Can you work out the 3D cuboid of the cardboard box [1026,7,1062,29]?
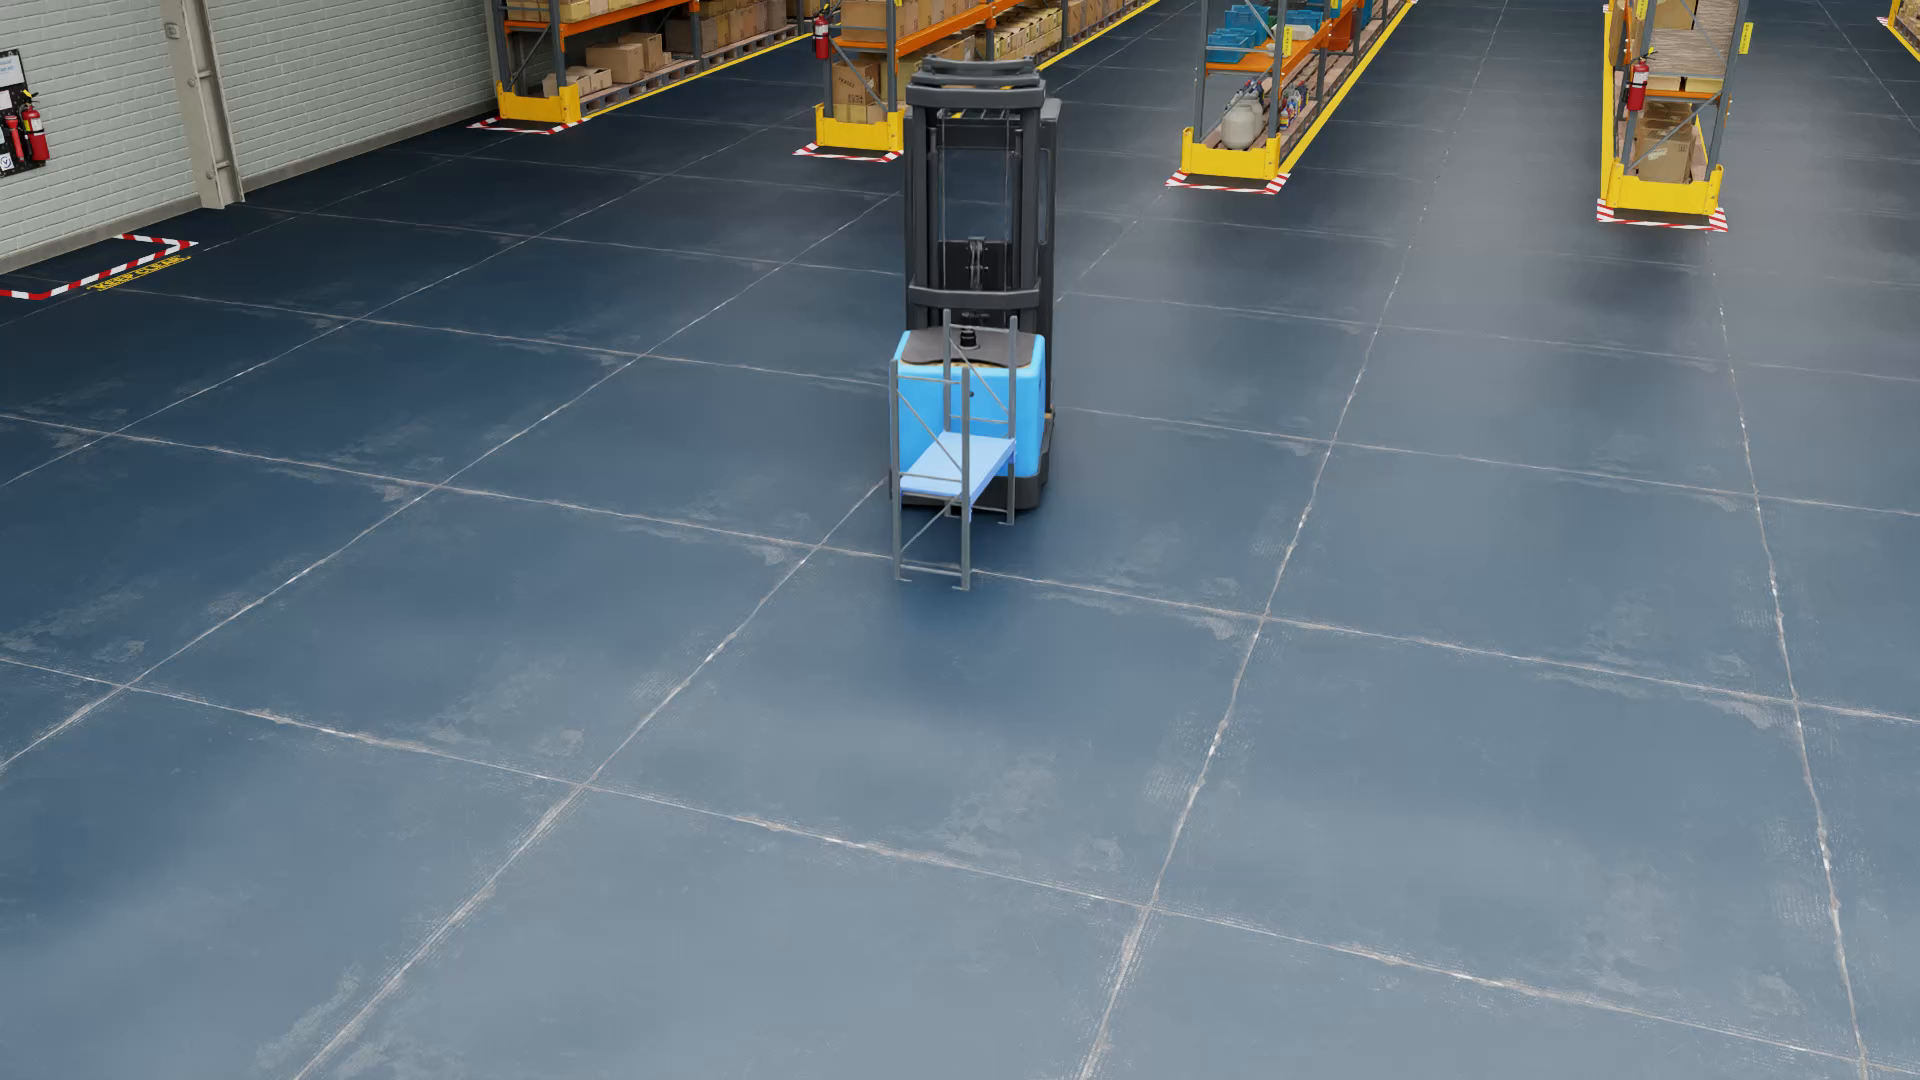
[{"bbox_3d":[1.412,-8.828,28.072,0.500,0.311,0.500,9,27,19],"label":"cardboard box"}]

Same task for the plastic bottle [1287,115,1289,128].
[{"bbox_3d":[4.293,-5.549,21.975,0.097,0.201,0.097,0,26,0],"label":"plastic bottle"}]

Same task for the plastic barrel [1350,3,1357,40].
[{"bbox_3d":[6.546,-8.927,28.531,0.600,0.588,0.708,9,27,17],"label":"plastic barrel"}]

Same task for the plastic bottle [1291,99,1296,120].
[{"bbox_3d":[4.474,-5.803,22.420,0.097,0.271,0.097,0,26,0],"label":"plastic bottle"}]

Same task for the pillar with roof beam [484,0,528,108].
[{"bbox_3d":[-2.504,-9.794,21.152,9.100,9.000,0.400,9,27,17],"label":"pillar with roof beam"}]

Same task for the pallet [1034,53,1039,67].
[{"bbox_3d":[0.636,-7.788,27.093,1.003,0.211,1.213,9,27,17],"label":"pallet"}]

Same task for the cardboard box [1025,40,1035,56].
[{"bbox_3d":[0.902,-7.945,26.891,0.500,0.250,0.500,9,27,18],"label":"cardboard box"}]

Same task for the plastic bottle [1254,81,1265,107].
[{"bbox_3d":[4.169,-6.225,23.200,0.144,0.351,0.185,9,27,17],"label":"plastic bottle"}]

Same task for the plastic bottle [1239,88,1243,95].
[{"bbox_3d":[3.829,-5.994,22.722,0.144,0.351,0.185,9,27,17],"label":"plastic bottle"}]

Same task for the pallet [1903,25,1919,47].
[{"bbox_3d":[17.264,-8.850,29.285,1.003,0.211,1.213,9,27,17],"label":"pallet"}]

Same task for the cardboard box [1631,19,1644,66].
[{"bbox_3d":[8.295,-5.774,19.277,0.875,0.500,0.500,9,27,17],"label":"cardboard box"}]

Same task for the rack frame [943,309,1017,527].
[{"bbox_3d":[0.131,-0.806,11.195,0.500,1.500,0.032,8,27,16],"label":"rack frame"}]

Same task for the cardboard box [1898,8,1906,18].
[{"bbox_3d":[17.524,-9.701,30.634,0.380,0.149,0.250,9,27,18],"label":"cardboard box"}]

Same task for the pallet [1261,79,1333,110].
[{"bbox_3d":[4.918,-6.585,24.609,1.003,0.211,1.213,9,27,17],"label":"pallet"}]

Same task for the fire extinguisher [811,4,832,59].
[{"bbox_3d":[-1.785,-6.572,21.470,0.296,0.674,0.183,9,27,17],"label":"fire extinguisher"}]

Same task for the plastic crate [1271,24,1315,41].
[{"bbox_3d":[4.391,-6.689,21.926,0.530,0.136,0.437,9,27,17],"label":"plastic crate"}]

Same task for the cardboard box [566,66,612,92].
[{"bbox_3d":[-5.476,-6.798,24.429,0.500,0.311,0.500,11,28,22],"label":"cardboard box"}]

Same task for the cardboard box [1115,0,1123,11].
[{"bbox_3d":[2.791,-10.348,31.544,0.500,0.500,0.500,9,27,17],"label":"cardboard box"}]

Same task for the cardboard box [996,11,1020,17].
[{"bbox_3d":[0.736,-8.690,27.785,0.500,0.311,0.500,8,27,16],"label":"cardboard box"}]

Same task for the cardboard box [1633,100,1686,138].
[{"bbox_3d":[9.009,-5.463,21.477,0.500,0.500,0.500,19,32,34],"label":"cardboard box"}]

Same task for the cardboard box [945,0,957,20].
[{"bbox_3d":[-0.459,-7.670,23.535,0.700,0.500,0.500,9,27,18],"label":"cardboard box"}]

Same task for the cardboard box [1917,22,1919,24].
[{"bbox_3d":[16.973,-8.960,29.102,0.380,0.149,0.250,9,27,18],"label":"cardboard box"}]

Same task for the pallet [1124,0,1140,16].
[{"bbox_3d":[2.915,-10.546,32.790,1.003,0.211,1.213,9,27,17],"label":"pallet"}]

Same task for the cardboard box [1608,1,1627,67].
[{"bbox_3d":[10.944,-7.951,26.185,1.225,0.875,0.875,7,27,15],"label":"cardboard box"}]

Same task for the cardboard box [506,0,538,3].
[{"bbox_3d":[-6.024,-7.808,23.224,0.500,0.500,0.500,8,27,17],"label":"cardboard box"}]

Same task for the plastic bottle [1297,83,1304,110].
[{"bbox_3d":[4.686,-6.132,23.008,0.144,0.351,0.185,7,27,15],"label":"plastic bottle"}]

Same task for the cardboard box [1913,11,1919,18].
[{"bbox_3d":[17.255,-9.396,29.662,0.380,0.149,0.250,7,27,15],"label":"cardboard box"}]

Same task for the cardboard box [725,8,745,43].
[{"bbox_3d":[-4.088,-8.750,28.243,0.700,0.500,0.500,9,27,18],"label":"cardboard box"}]

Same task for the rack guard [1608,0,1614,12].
[{"bbox_3d":[13.365,-10.610,32.590,1.175,0.500,0.348,9,27,17],"label":"rack guard"}]

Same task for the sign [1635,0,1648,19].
[{"bbox_3d":[7.516,-5.902,18.306,0.100,0.325,0.005,9,27,17],"label":"sign"}]

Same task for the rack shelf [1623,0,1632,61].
[{"bbox_3d":[10.029,-7.292,23.694,1.077,0.370,4.000,9,27,17],"label":"rack shelf"}]

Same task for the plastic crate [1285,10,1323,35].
[{"bbox_3d":[4.581,-6.951,22.335,0.499,0.251,0.616,9,27,17],"label":"plastic crate"}]

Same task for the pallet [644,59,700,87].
[{"bbox_3d":[-4.840,-7.412,26.317,1.003,0.211,1.213,9,27,17],"label":"pallet"}]

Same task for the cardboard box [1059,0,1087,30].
[{"bbox_3d":[1.944,-9.310,29.400,0.500,0.500,0.500,8,27,16],"label":"cardboard box"}]

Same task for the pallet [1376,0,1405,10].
[{"bbox_3d":[8.375,-10.855,33.427,1.003,0.211,1.213,9,27,17],"label":"pallet"}]

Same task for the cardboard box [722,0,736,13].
[{"bbox_3d":[-4.107,-9.060,28.023,0.500,0.250,0.500,8,27,16],"label":"cardboard box"}]

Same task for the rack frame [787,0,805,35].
[{"bbox_3d":[-3.318,-10.592,29.685,1.000,3.000,0.127,9,27,17],"label":"rack frame"}]

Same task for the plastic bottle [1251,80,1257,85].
[{"bbox_3d":[4.173,-6.415,23.682,0.097,0.271,0.097,0,26,0],"label":"plastic bottle"}]

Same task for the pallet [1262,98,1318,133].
[{"bbox_3d":[4.430,-5.987,23.373,1.003,0.211,1.213,9,27,17],"label":"pallet"}]

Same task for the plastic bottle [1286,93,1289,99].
[{"bbox_3d":[4.474,-5.974,22.758,0.061,0.283,0.133,9,27,17],"label":"plastic bottle"}]

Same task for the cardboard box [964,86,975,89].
[{"bbox_3d":[-0.101,-6.757,24.437,0.500,0.250,0.500,9,27,17],"label":"cardboard box"}]

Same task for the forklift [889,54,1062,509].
[{"bbox_3d":[0.166,-2.143,12.312,1.130,2.935,3.031,2,26,5],"label":"forklift"}]

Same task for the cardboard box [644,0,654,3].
[{"bbox_3d":[-4.848,-8.239,24.974,0.500,0.250,0.500,9,27,17],"label":"cardboard box"}]

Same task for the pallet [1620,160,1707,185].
[{"bbox_3d":[8.361,-4.255,19.795,1.003,0.211,1.213,9,27,17],"label":"pallet"}]

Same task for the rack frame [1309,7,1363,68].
[{"bbox_3d":[6.024,-9.156,26.718,1.000,3.000,0.127,9,27,17],"label":"rack frame"}]

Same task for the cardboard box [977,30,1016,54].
[{"bbox_3d":[0.567,-7.774,25.894,0.500,0.311,0.500,8,27,17],"label":"cardboard box"}]

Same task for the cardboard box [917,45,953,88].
[{"bbox_3d":[-0.418,-6.681,23.420,0.500,0.500,0.500,9,27,17],"label":"cardboard box"}]

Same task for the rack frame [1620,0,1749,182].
[{"bbox_3d":[8.032,-5.150,18.444,1.000,3.000,0.127,9,27,17],"label":"rack frame"}]

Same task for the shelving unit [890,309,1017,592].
[{"bbox_3d":[-0.026,-0.596,10.759,0.538,1.500,1.048,8,27,16],"label":"shelving unit"}]
